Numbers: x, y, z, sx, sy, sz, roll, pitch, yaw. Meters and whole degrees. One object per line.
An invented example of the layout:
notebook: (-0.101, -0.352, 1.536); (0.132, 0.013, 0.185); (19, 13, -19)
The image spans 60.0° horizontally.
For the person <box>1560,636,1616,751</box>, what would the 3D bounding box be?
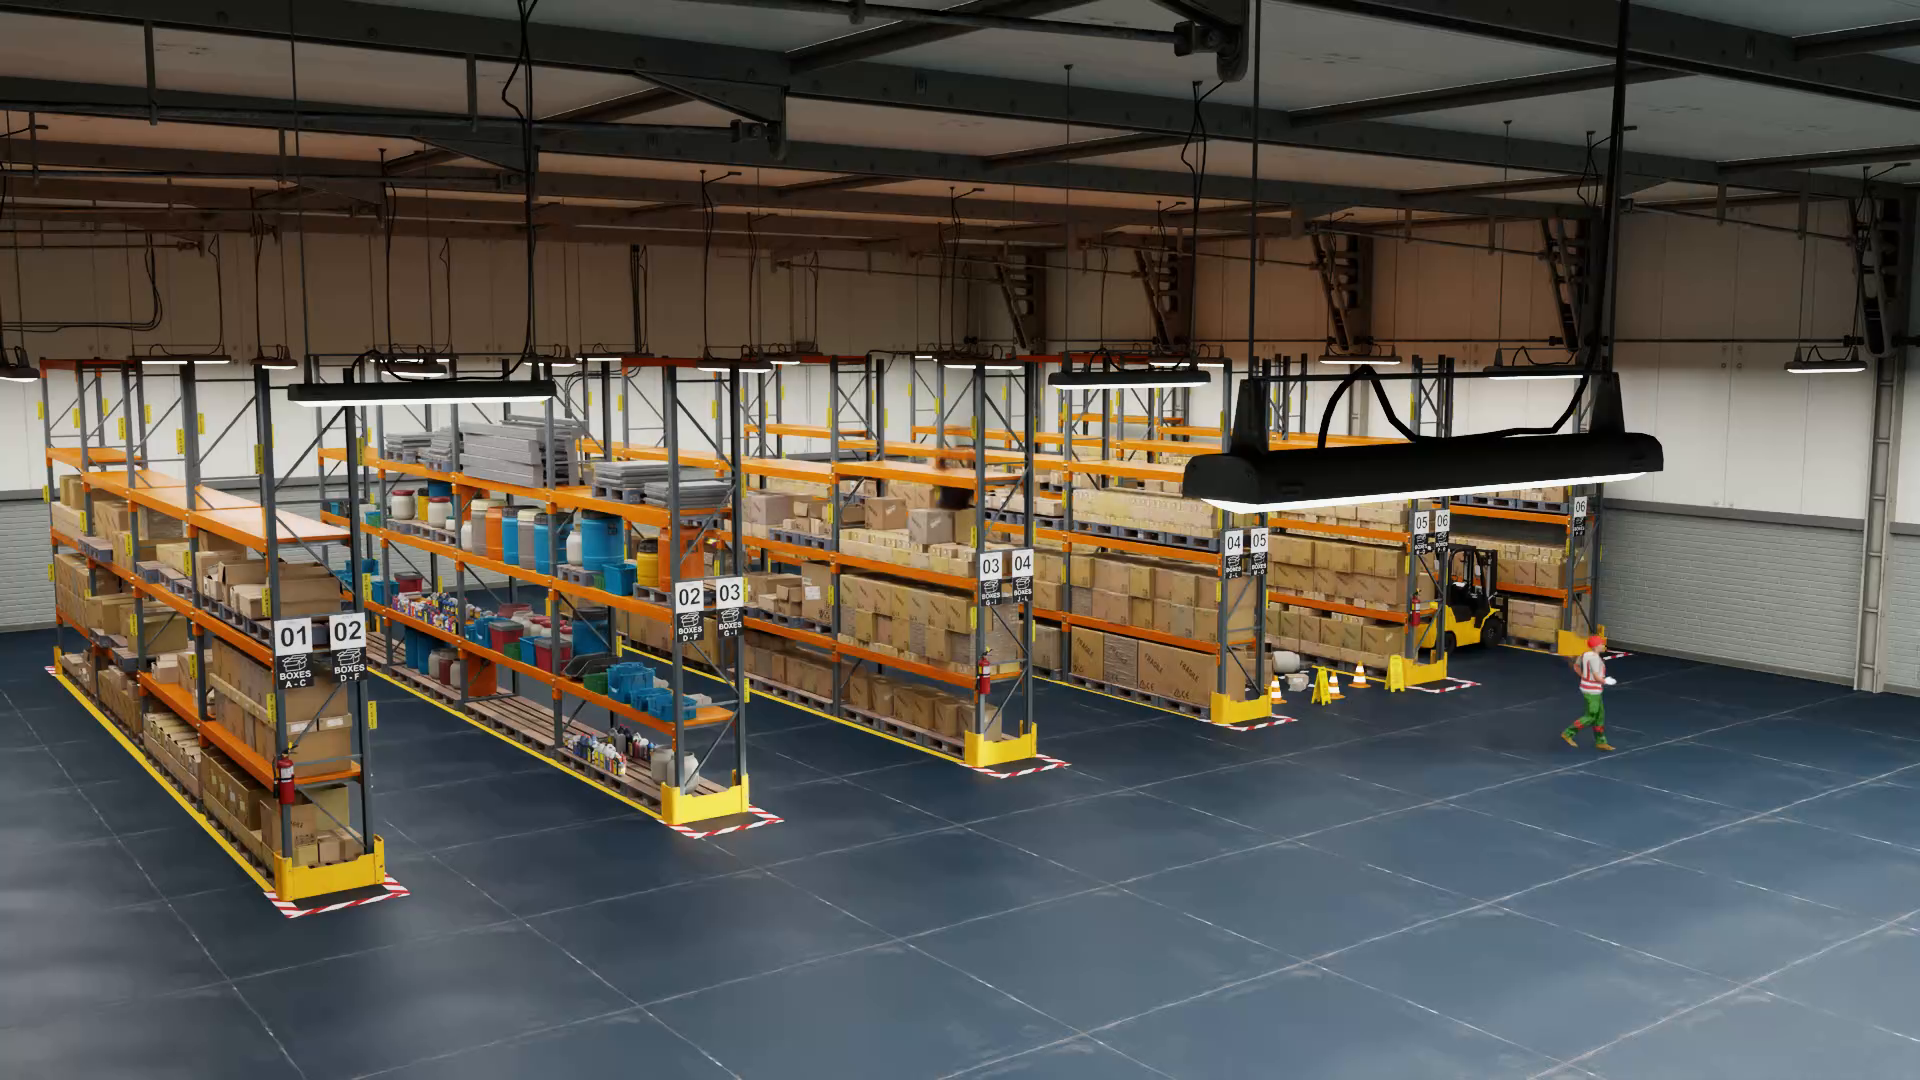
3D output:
person: (9.726, 2.364, 25.674); (0.872, 1.801, 0.685); (1, 7, 6)

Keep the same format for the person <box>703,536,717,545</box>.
person: (-6.254, 0.596, 40.598); (0.753, 1.771, 0.783); (3, 7, 23)
